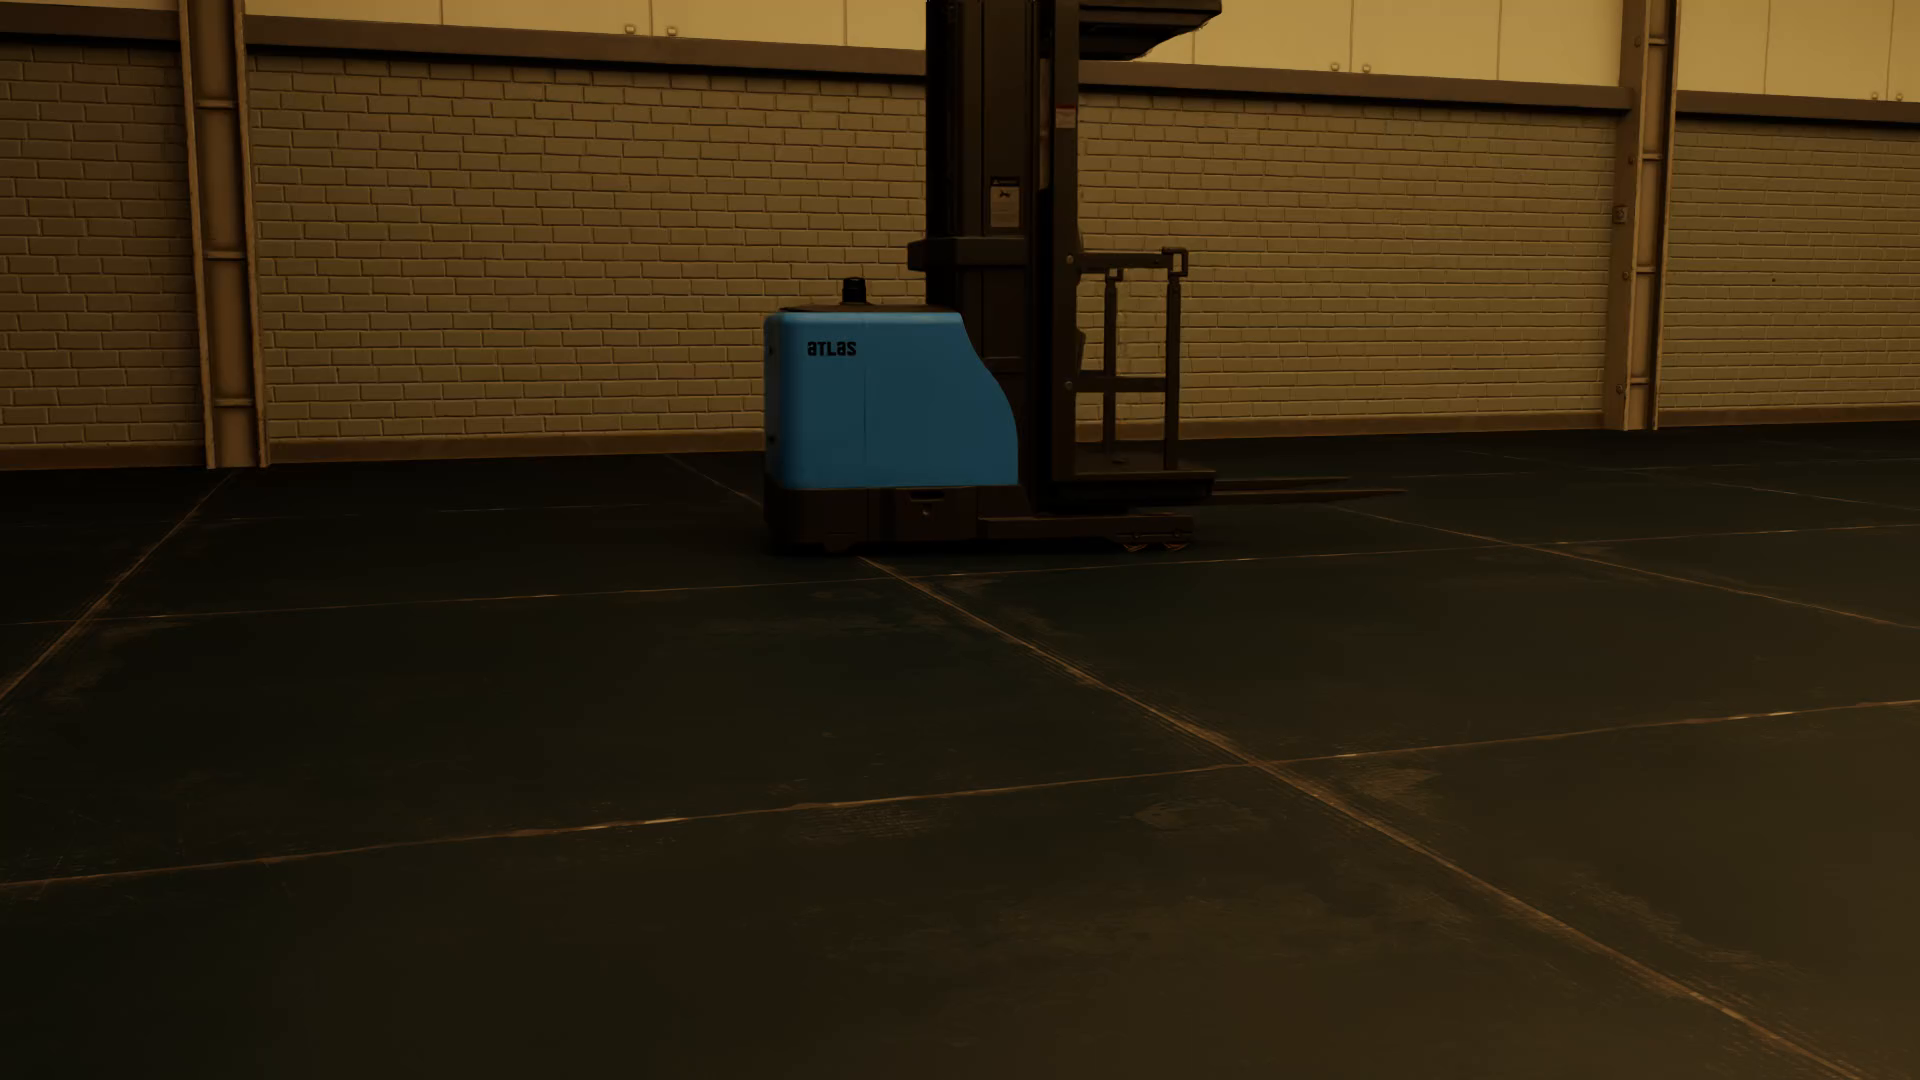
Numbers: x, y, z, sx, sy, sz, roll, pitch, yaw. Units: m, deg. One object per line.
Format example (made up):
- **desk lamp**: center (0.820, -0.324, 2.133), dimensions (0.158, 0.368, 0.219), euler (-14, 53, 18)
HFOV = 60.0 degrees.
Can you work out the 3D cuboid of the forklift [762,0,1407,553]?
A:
- **forklift**: center (0.603, -1.471, 7.865), dimensions (3.031, 2.935, 1.130), euler (-2, 8, -11)
